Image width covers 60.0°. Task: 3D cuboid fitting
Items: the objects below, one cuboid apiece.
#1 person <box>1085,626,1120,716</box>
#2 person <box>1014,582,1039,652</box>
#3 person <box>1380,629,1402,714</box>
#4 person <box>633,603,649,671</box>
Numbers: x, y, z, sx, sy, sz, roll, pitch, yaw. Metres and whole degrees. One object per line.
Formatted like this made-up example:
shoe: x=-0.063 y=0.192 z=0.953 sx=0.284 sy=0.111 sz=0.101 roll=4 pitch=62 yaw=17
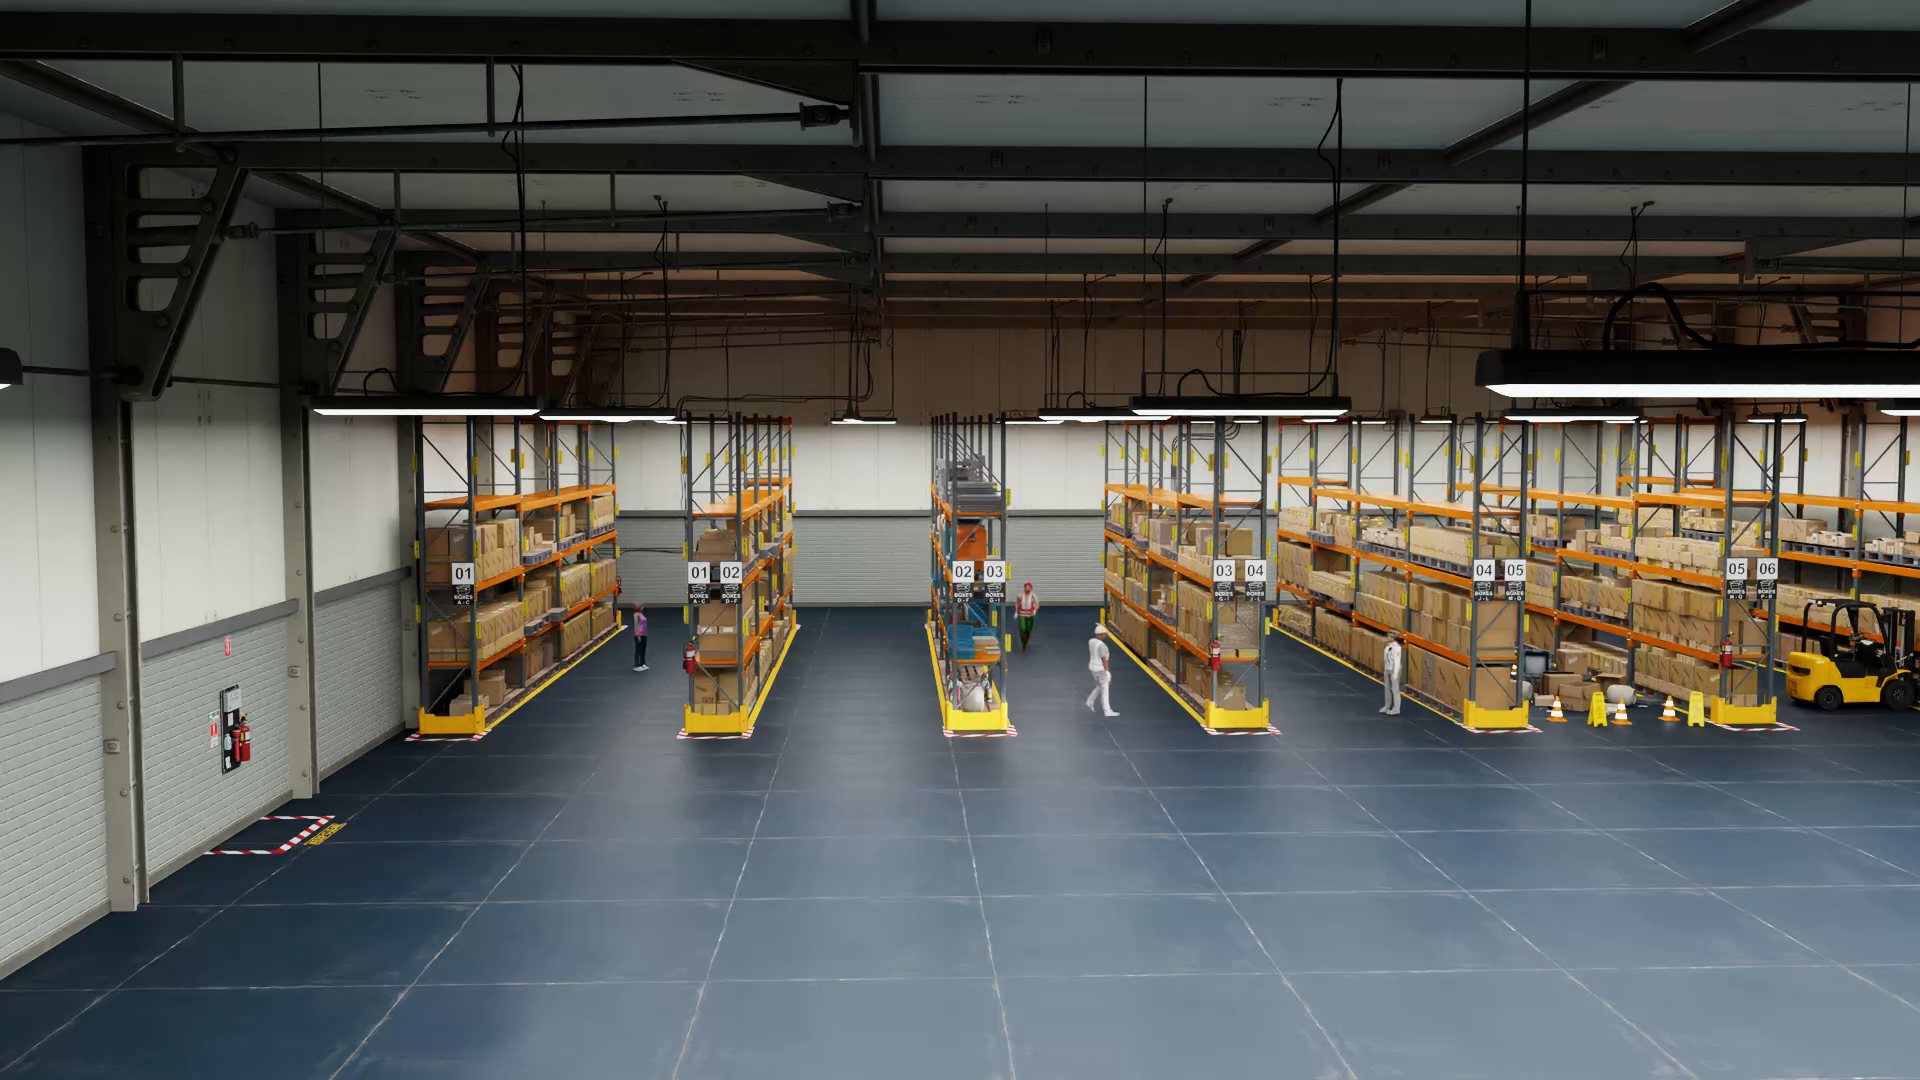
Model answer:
person: x=2.795 y=2.581 z=32.958 sx=0.620 sy=1.779 sz=0.649 roll=-1 pitch=4 yaw=-18
person: x=1.715 y=1.988 z=42.610 sx=0.596 sy=1.809 sz=0.878 roll=0 pitch=4 yaw=-5
person: x=8.602 y=2.616 z=33.169 sx=0.380 sy=1.685 sz=0.530 roll=-1 pitch=4 yaw=-14
person: x=-7.492 y=2.267 z=39.157 sx=0.398 sy=1.606 sz=0.476 roll=2 pitch=4 yaw=29
